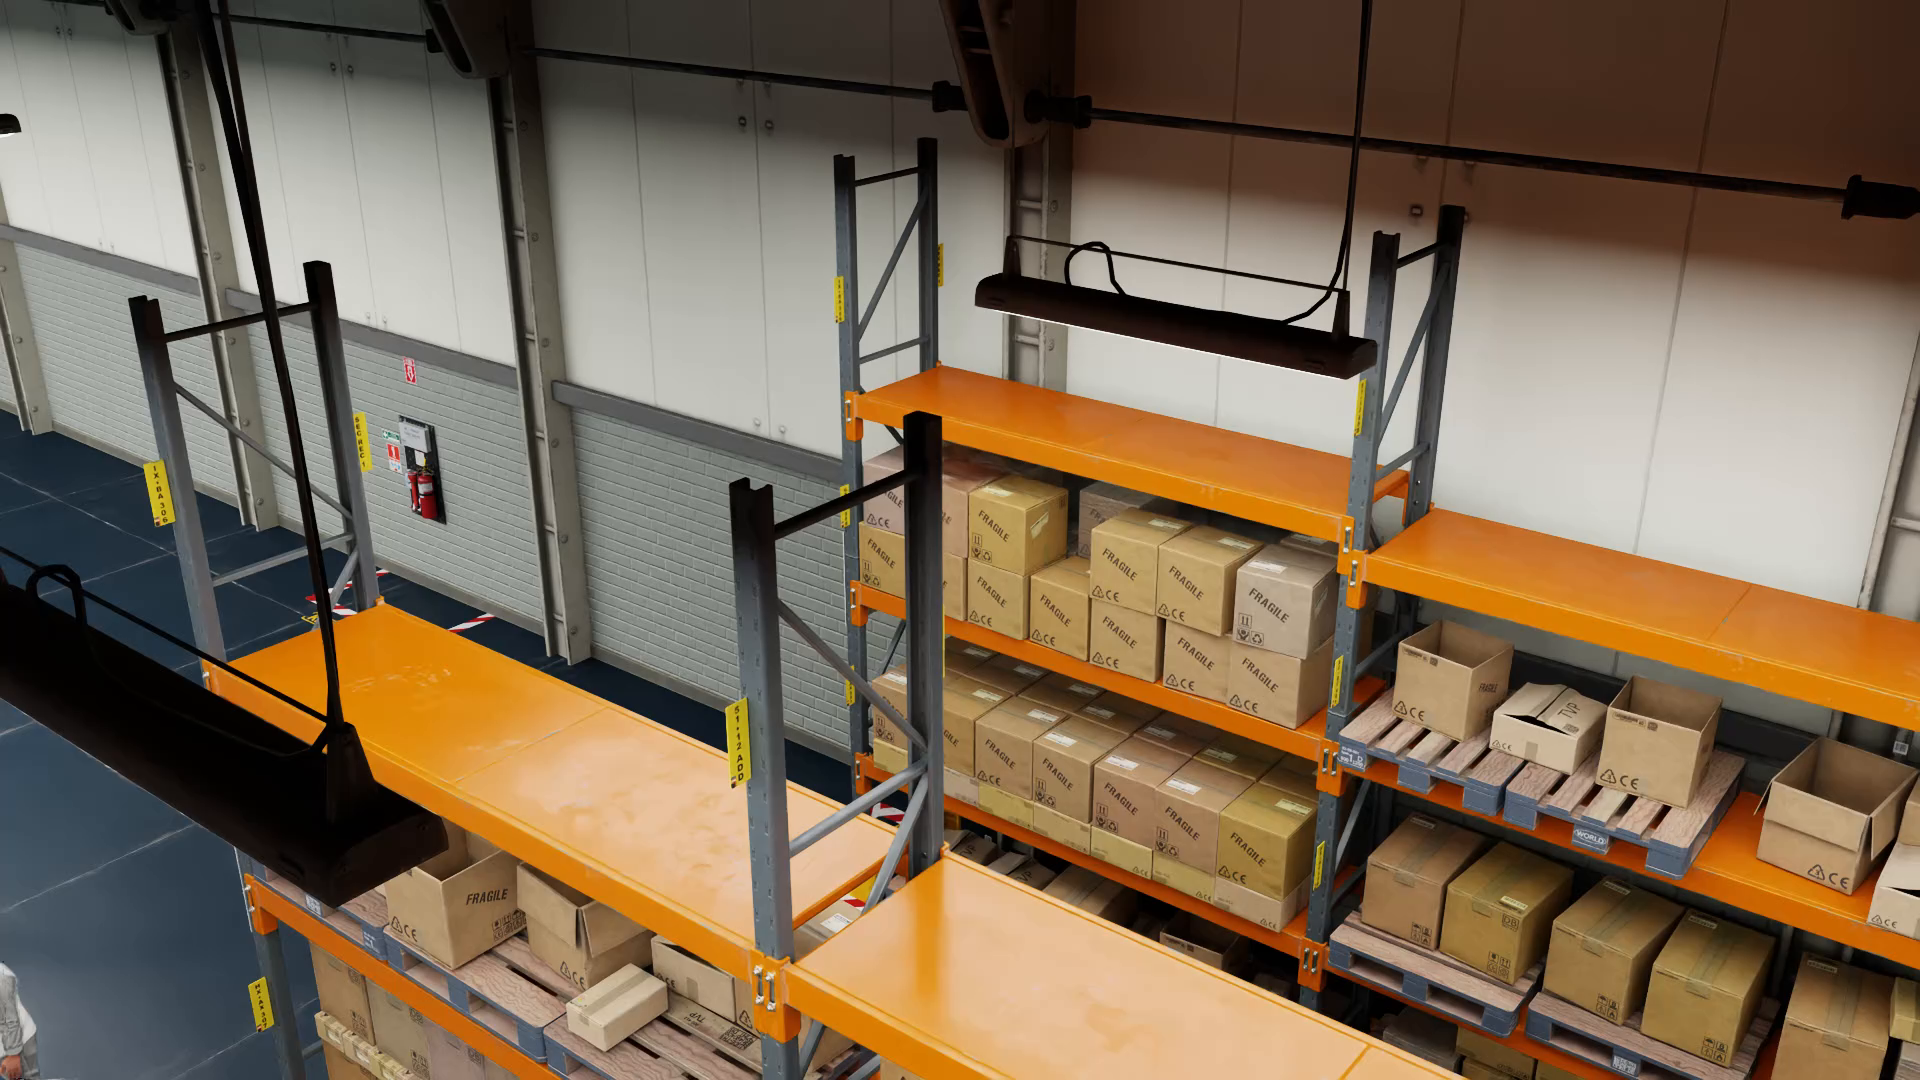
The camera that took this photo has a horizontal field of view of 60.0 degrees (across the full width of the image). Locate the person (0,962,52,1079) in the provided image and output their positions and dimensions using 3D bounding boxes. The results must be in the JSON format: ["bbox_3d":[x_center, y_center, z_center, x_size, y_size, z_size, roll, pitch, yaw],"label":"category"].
[{"bbox_3d":[-6.171,3.201,10.743,0.547,1.753,0.832,15,27,32],"label":"person"}]
